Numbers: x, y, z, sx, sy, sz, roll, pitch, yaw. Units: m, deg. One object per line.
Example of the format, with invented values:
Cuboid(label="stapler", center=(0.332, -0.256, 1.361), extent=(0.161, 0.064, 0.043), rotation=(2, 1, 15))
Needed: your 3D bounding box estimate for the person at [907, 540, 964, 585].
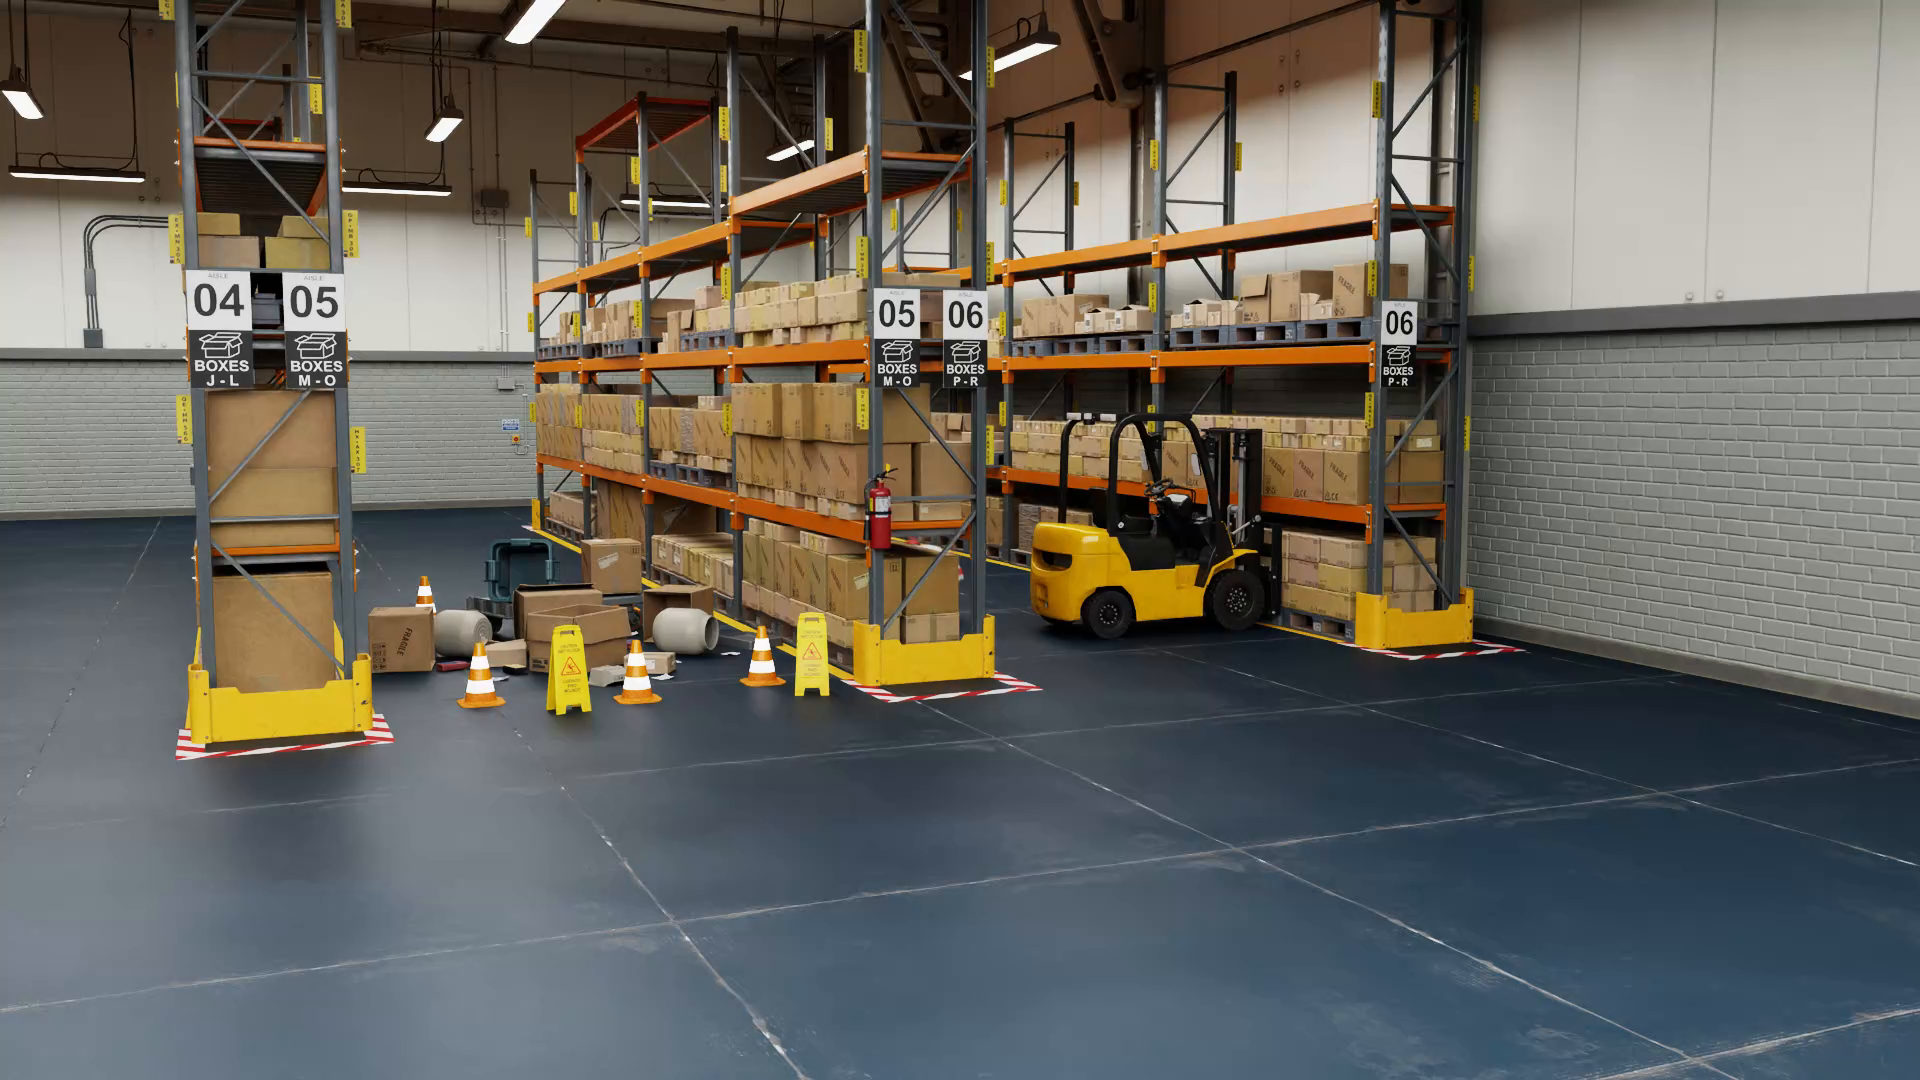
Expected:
Cuboid(label="person", center=(-0.317, 0.458, 17.576), extent=(0.534, 0.864, 0.930), rotation=(-3, 6, -26))
